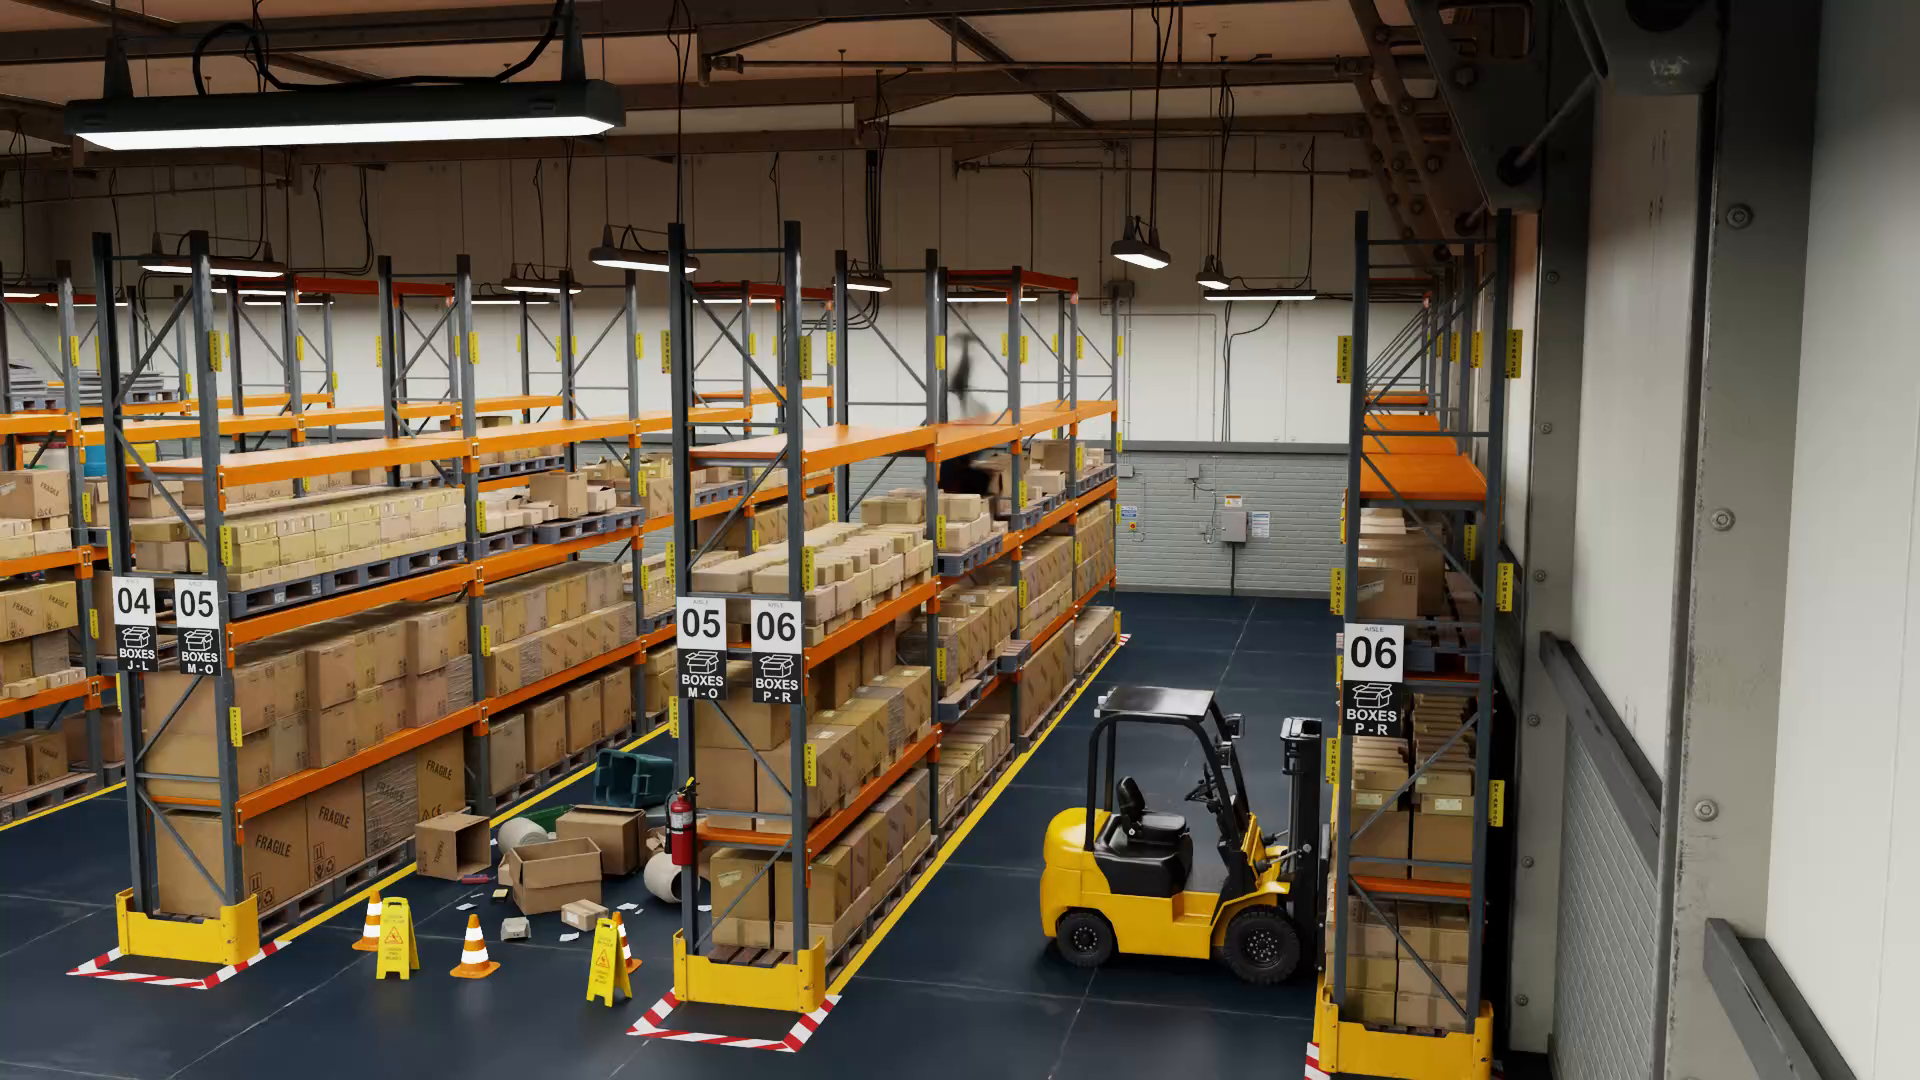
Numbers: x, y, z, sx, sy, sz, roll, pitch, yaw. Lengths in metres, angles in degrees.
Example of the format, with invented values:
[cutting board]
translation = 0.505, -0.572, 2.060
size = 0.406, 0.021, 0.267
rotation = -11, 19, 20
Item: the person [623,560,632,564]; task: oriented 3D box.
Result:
[person]
translation = -5.200, 1.134, 26.352
size = 0.639, 1.686, 0.922
rotation = 1, 7, 11
